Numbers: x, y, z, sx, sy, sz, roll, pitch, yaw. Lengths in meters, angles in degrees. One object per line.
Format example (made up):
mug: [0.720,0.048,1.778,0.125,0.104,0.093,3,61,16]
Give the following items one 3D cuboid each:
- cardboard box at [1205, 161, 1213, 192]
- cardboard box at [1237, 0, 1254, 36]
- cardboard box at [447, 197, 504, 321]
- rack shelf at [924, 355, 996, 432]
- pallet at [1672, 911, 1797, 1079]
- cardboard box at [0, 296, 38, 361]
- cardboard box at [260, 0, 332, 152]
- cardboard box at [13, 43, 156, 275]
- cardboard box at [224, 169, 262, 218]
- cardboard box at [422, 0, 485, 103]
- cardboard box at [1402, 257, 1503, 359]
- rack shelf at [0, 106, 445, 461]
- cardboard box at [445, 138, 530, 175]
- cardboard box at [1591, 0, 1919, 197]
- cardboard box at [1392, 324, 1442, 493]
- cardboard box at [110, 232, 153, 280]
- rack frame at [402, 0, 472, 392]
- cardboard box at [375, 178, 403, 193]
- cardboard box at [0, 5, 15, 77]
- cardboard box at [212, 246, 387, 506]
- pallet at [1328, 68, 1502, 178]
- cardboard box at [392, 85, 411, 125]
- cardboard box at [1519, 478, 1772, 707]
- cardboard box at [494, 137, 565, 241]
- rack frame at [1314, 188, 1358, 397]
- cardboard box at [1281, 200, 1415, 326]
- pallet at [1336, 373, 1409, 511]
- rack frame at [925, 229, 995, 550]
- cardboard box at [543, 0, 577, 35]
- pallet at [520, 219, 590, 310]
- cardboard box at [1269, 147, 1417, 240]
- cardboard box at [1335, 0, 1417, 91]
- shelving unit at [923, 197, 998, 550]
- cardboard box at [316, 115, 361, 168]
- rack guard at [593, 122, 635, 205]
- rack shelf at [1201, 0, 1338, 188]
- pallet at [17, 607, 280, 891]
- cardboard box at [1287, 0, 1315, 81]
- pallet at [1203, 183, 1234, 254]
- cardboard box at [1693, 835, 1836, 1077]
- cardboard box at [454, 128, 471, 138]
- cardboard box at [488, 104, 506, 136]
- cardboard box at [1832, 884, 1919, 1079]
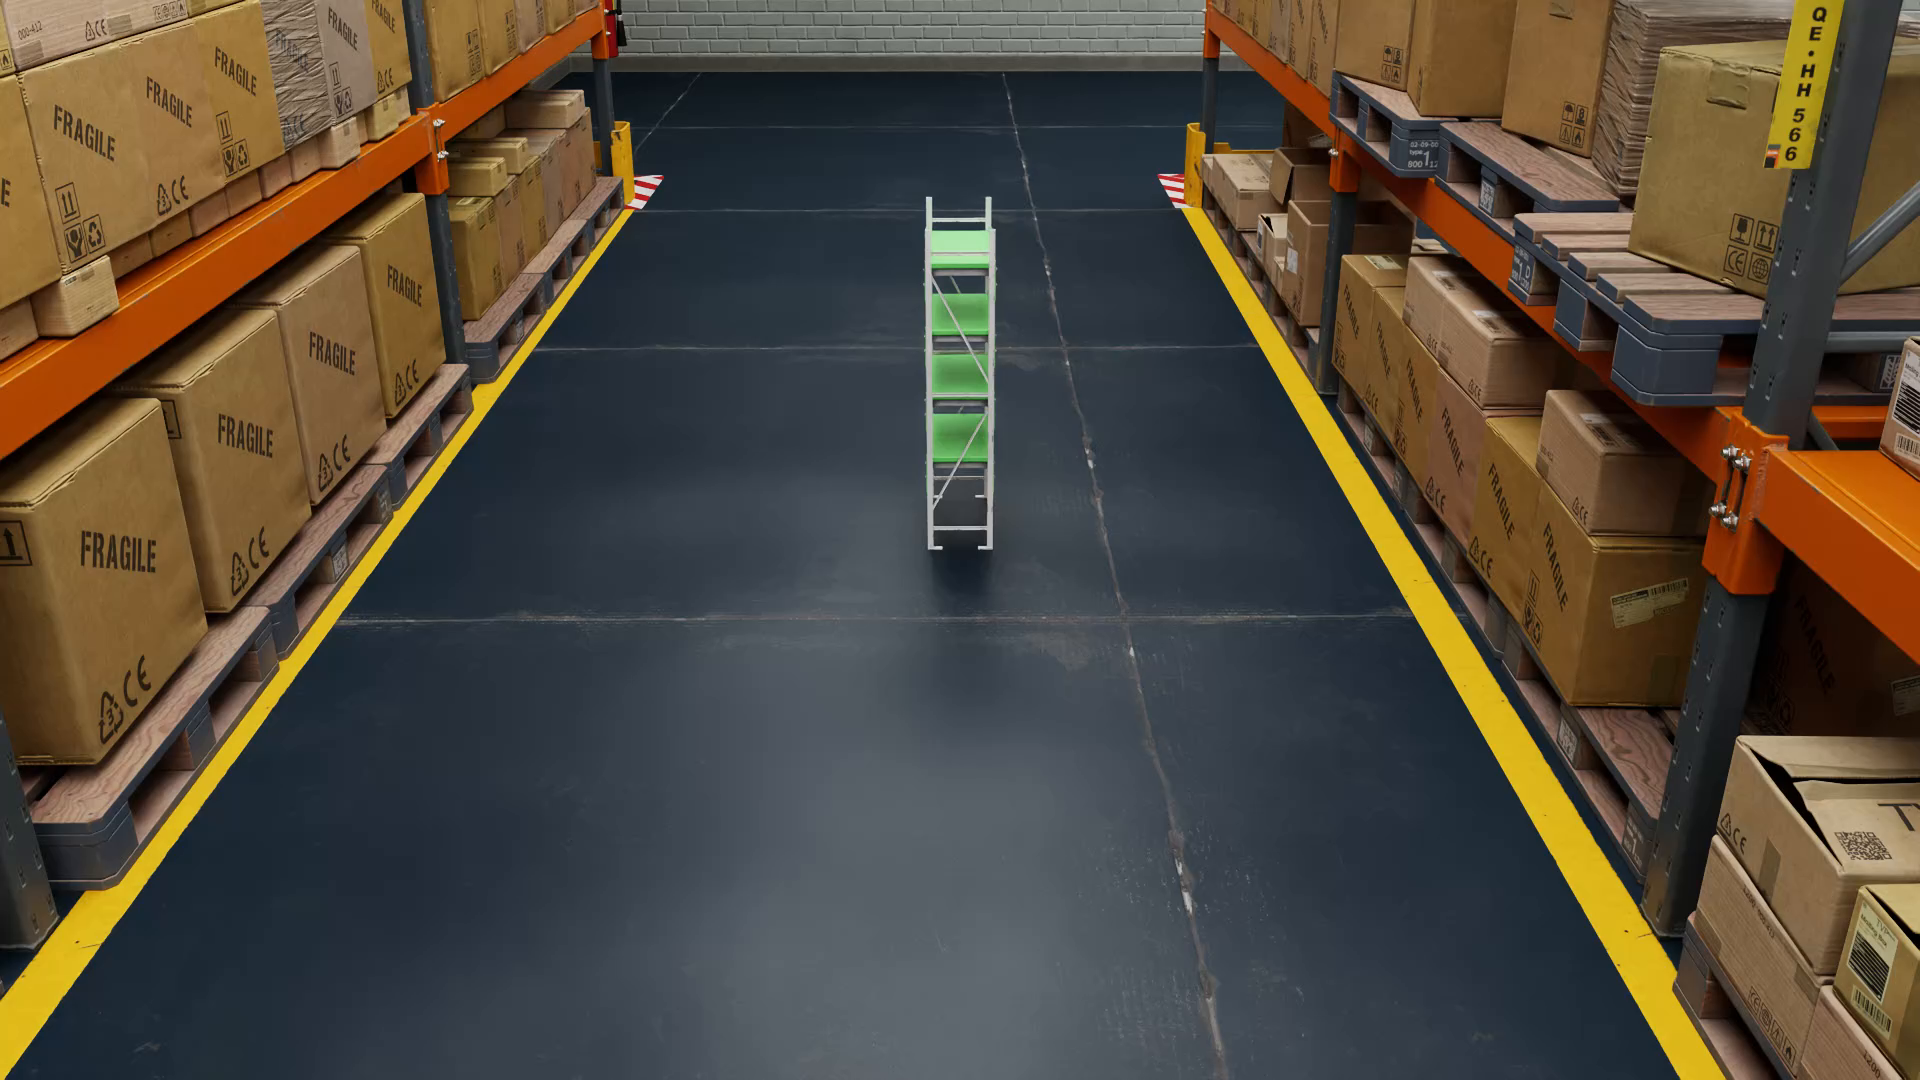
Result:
cardboard box: [1.787,-2.341,10.690,0.380,0.166,0.250,0,24,-1]
cardboard box: [1.878,-3.151,9.455,0.500,0.500,0.500,0,24,-1]
cardboard box: [-2.692,-1.397,8.224,0.700,0.500,0.500,0,24,0]
rack shelf: [-0.002,-0.557,6.180,0.258,0.148,0.480,0,24,-1]
pallet: [2.181,1.198,3.345,1.003,0.211,1.213,0,24,-1]
cardboard box: [-2.508,-0.523,4.048,0.380,0.149,0.250,0,24,0]
cardboard box: [-2.516,-1.620,5.686,0.500,0.500,0.500,0,24,0]
cardboard box: [-2.488,-0.996,4.305,0.500,0.500,0.500,1,24,1]
cardboard box: [-2.538,-1.160,5.455,0.380,0.149,0.250,0,24,1]
cardboard box: [-2.776,-2.397,7.545,0.980,0.700,0.700,0,24,0]
cardboard box: [1.940,-0.851,6.081,0.500,0.250,0.500,0,24,0]
rack shelf: [-2.764,-0.885,5.439,1.077,0.370,4.000,0,24,-1]
cardboard box: [-2.519,-2.050,8.879,0.380,0.149,0.250,-1,24,-2]
cardboard box: [2.272,-1.286,4.822,0.700,0.500,0.500,4,25,9]
cardboard box: [1.944,-0.496,6.205,0.500,0.500,0.500,0,24,0]
cardboard box: [-2.564,-0.843,4.755,0.380,0.149,0.250,0,24,1]
rack frame: [-2.786,-2.036,7.113,1.000,3.000,0.127,0,24,-1]
cardboard box: [-2.889,-1.632,7.956,0.380,0.149,0.250,0,24,-1]
cardboard box: [-2.490,-1.120,3.670,0.500,0.250,0.500,0,24,1]
cardboard box: [-2.636,-0.615,6.068,0.750,0.750,0.750,0,24,1]
pallet: [2.067,-1.643,6.476,1.003,0.211,1.213,0,24,-1]
cardboard box: [-2.499,-1.793,6.855,0.380,0.149,0.250,0,24,0]
cardboard box: [1.966,0.142,4.795,0.500,0.500,0.500,1,24,2]
cardboard box: [-2.710,-2.036,9.635,0.700,0.500,0.500,-1,24,-2]
rack frame: [2.167,-2.060,7.165,1.000,3.000,0.127,0,24,-1]
cardboard box: [1.878,-1.355,8.106,0.500,0.500,0.500,0,24,-1]
pallet: [2.214,-0.455,6.999,1.003,0.211,1.213,0,24,-1]
rack frame: [0.001,-0.514,5.931,0.240,1.200,0.015,0,24,-1]
cardboard box: [-2.795,-3.312,9.568,0.980,0.700,0.700,0,24,-1]
pallet: [-2.732,-1.584,9.495,1.003,0.211,1.213,0,24,-1]
cardboard box: [2.142,-1.897,9.301,0.797,0.503,0.637,0,24,-1]
cardboard box: [1.949,-2.101,6.624,0.700,0.500,0.500,-9,26,-18]
shelving unit: [-0.002,-0.615,6.154,0.258,1.200,0.503,0,24,-1]
cardboard box: [-2.453,-1.474,6.149,0.380,0.149,0.250,0,24,-1]
rack guard: [-2.830,-2.556,11.294,1.175,0.500,0.348,0,24,-1]
rack shelf: [2.146,-2.557,9.136,1.077,0.370,4.000,0,24,-1]
pallet: [-2.676,0.557,4.762,1.003,0.211,1.213,0,24,-1]
cardboard box: [1.898,-2.523,8.067,0.500,0.500,0.500,0,24,1]
pallet: [2.134,-2.078,10.589,1.003,0.211,1.213,0,24,-1]
cardboard box: [1.923,0.867,3.521,0.500,0.250,0.500,0,24,-1]
cardboard box: [-2.905,-2.169,9.141,0.380,0.149,0.250,-1,24,-2]
cardboard box: [-2.915,-2.483,9.838,0.380,0.149,0.250,0,24,0]
cardboard box: [1.937,0.827,2.927,0.500,0.311,0.500,-1,24,-2]
